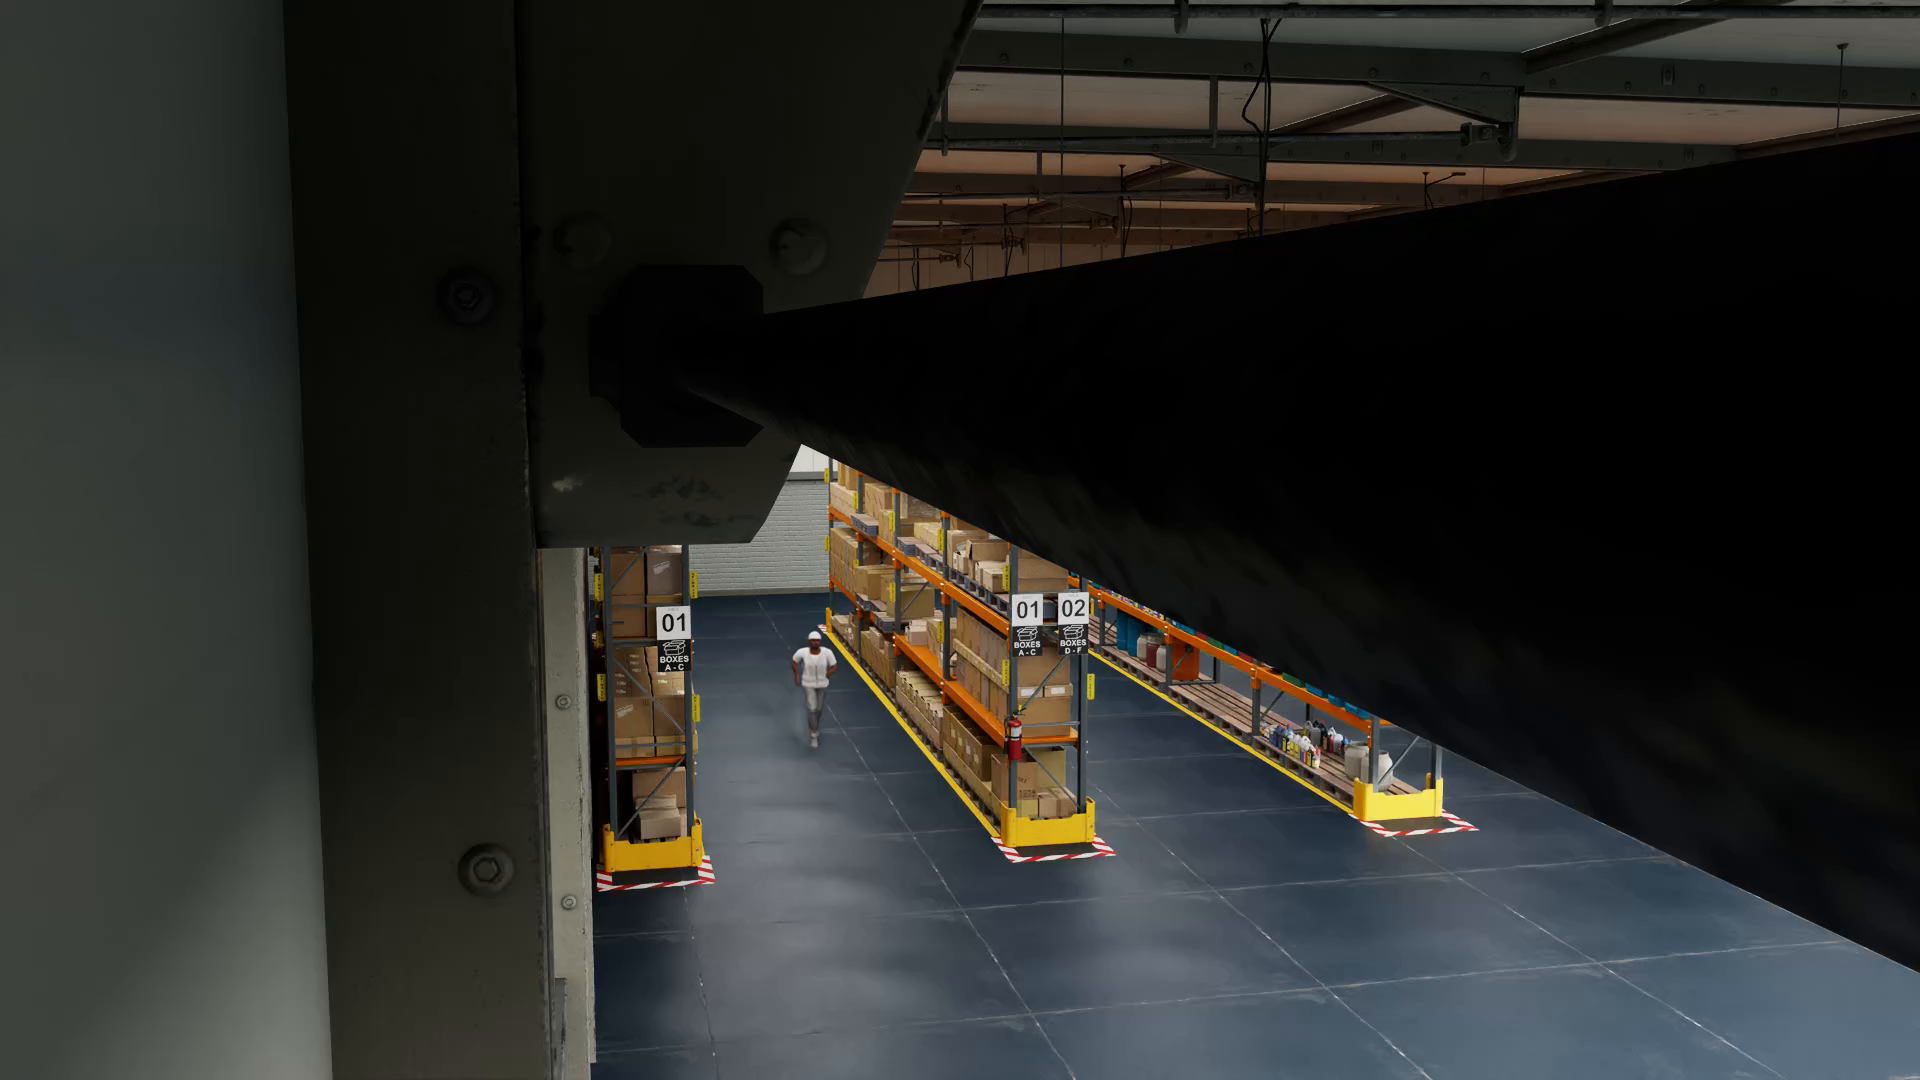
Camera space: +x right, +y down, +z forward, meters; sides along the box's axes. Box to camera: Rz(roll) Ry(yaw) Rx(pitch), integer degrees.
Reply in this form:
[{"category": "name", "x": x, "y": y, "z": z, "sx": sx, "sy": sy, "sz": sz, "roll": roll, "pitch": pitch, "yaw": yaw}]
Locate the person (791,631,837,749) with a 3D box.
[{"category": "person", "x": -2.285, "y": 2.329, "z": 26.360, "sx": 0.685, "sy": 1.807, "sz": 0.848, "roll": -2, "pitch": 7, "yaw": -18}]
